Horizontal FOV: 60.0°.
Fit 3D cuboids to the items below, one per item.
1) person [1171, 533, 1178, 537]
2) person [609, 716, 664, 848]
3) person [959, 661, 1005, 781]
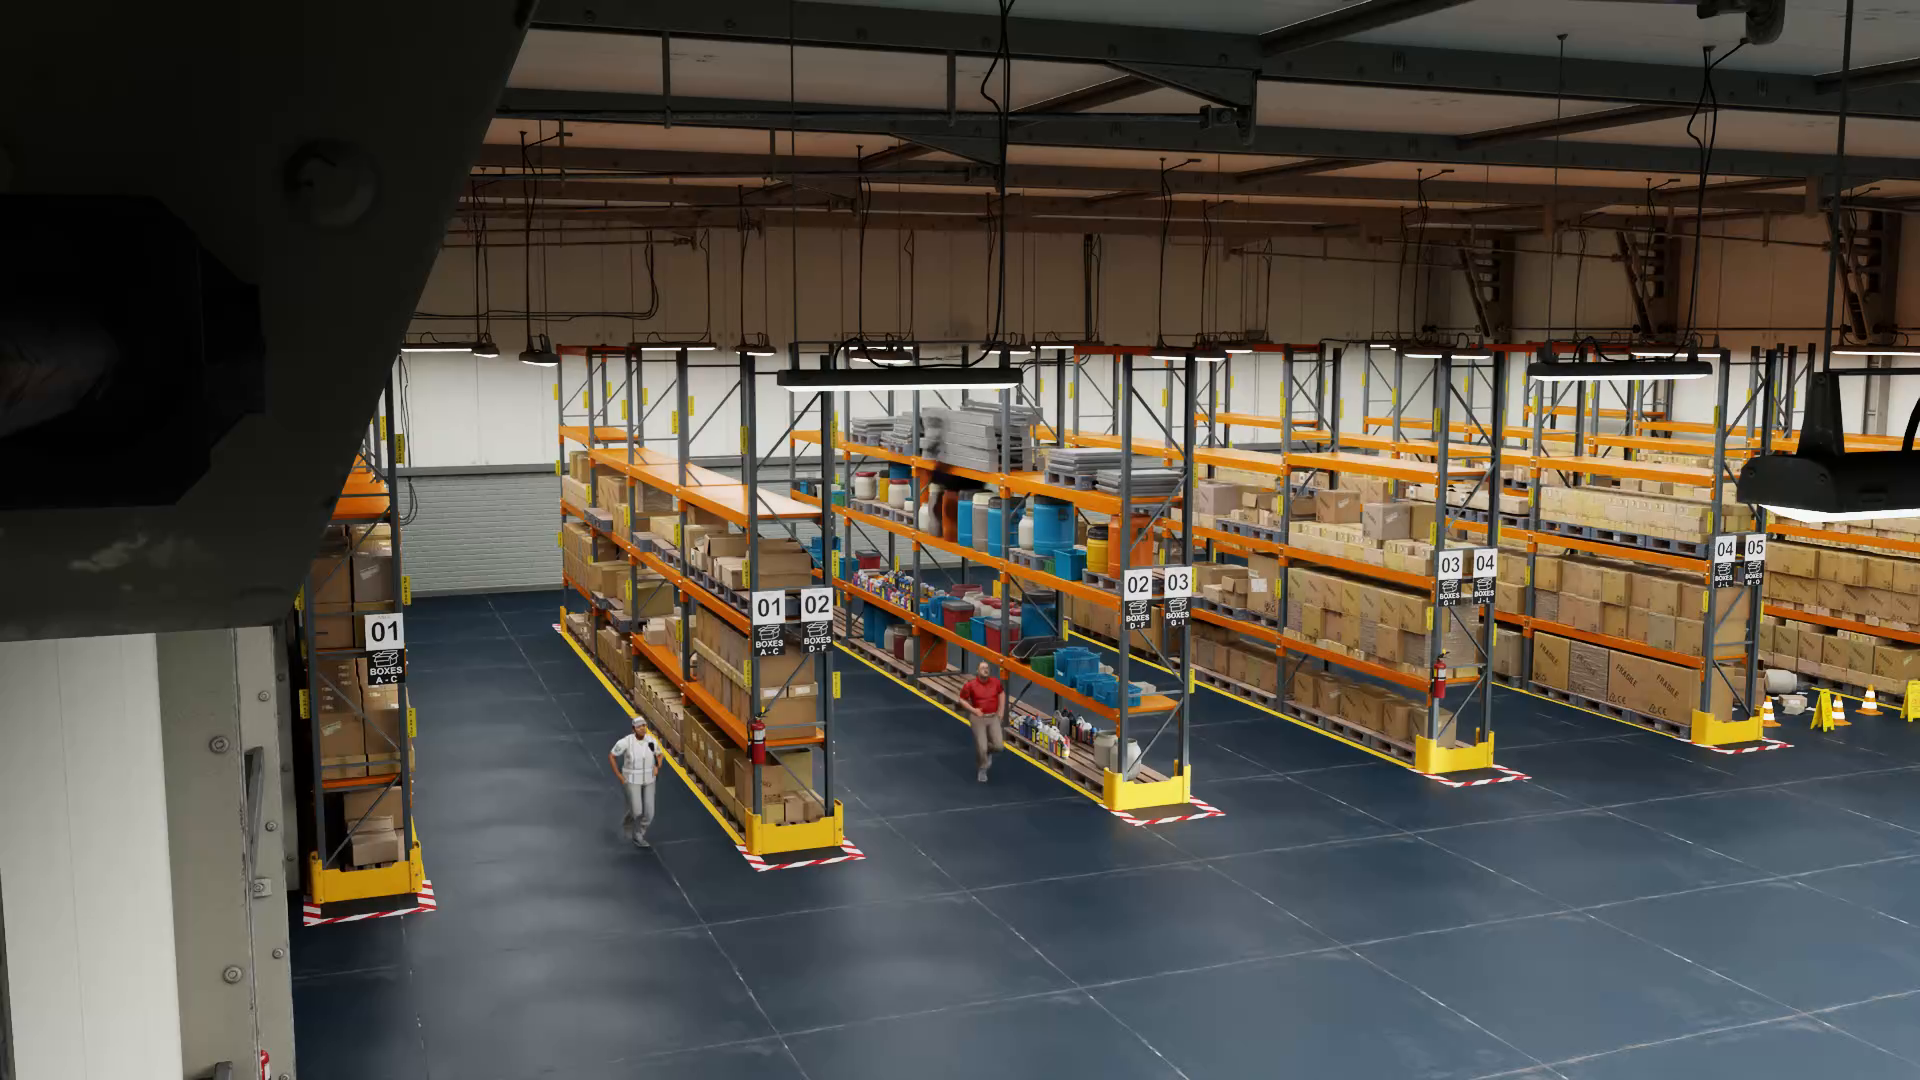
[{"bbox_3d":[4.875,0.643,38.394,0.613,1.655,0.497,-2,7,-13],"label":"person"},{"bbox_3d":[-3.896,2.958,20.276,0.667,1.627,0.506,-4,8,-31],"label":"person"},{"bbox_3d":[0.346,2.538,23.390,0.719,1.687,0.578,-3,8,-20],"label":"person"}]
